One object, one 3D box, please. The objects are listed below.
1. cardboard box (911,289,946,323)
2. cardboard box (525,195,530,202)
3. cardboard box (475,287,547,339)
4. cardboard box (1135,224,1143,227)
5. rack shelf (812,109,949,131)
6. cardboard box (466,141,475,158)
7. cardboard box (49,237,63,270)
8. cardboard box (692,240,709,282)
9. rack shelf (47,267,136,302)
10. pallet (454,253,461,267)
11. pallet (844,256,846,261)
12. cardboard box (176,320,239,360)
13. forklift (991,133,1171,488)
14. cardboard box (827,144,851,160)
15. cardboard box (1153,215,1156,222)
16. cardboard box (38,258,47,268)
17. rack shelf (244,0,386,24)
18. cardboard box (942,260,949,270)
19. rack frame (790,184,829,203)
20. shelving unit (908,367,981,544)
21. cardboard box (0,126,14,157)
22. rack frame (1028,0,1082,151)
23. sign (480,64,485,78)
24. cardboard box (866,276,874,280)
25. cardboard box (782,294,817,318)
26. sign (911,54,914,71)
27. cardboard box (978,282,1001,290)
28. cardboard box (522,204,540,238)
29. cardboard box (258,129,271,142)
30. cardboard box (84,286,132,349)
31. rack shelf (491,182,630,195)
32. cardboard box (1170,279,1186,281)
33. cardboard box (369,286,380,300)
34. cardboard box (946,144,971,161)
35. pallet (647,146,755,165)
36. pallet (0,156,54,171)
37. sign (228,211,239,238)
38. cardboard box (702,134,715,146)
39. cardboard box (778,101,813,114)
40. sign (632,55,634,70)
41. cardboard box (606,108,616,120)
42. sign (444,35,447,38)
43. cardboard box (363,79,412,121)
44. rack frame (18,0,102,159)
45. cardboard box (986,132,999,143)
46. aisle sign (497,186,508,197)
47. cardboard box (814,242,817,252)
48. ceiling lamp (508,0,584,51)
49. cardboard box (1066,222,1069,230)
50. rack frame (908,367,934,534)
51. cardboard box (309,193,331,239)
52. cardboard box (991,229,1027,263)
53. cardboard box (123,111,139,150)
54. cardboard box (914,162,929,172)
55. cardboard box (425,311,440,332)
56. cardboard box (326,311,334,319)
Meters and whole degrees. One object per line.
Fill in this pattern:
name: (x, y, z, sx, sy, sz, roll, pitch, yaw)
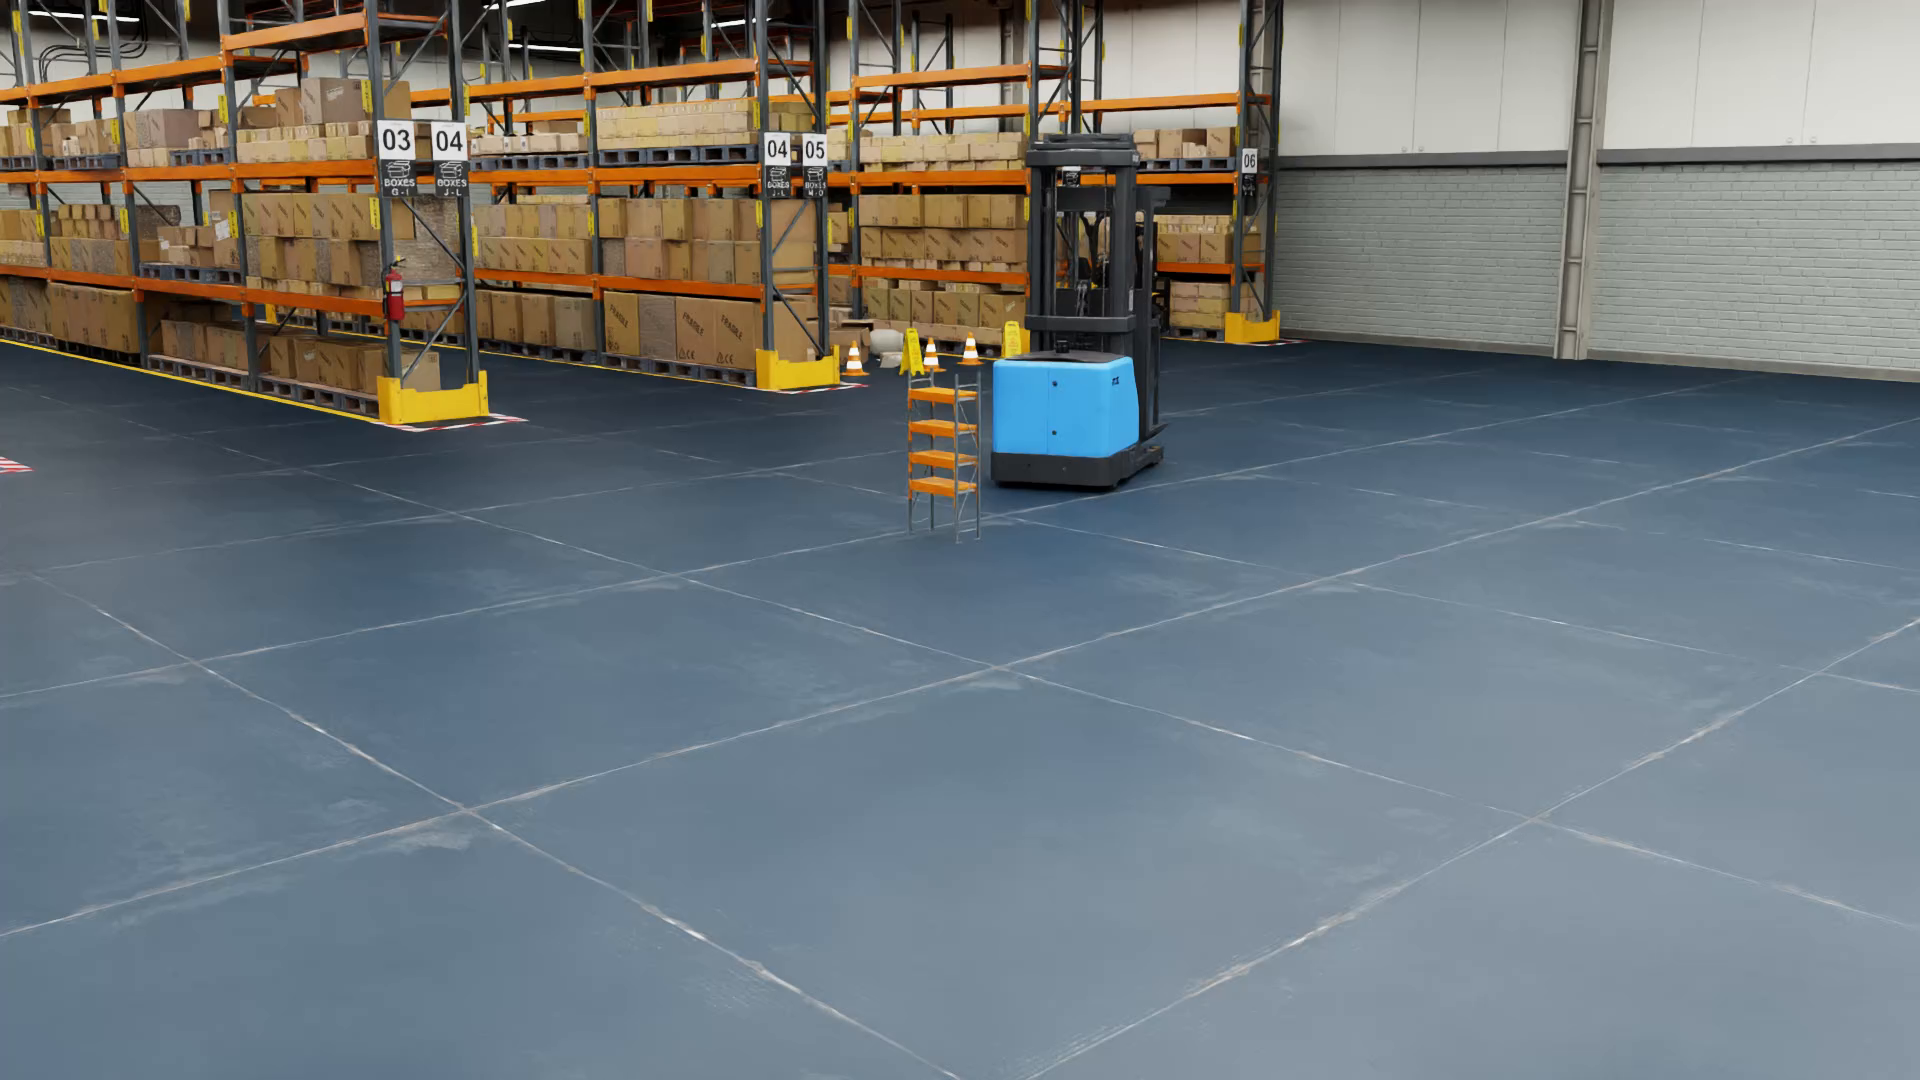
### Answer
cardboard box: (-0.423, -3.723, 26.465, 0.500, 0.500, 0.500, -10, 15, -40)
cardboard box: (-8.869, -7.141, 34.807, 0.380, 0.149, 0.250, -11, 16, -42)
cardboard box: (-7.288, -3.655, 26.752, 1.050, 0.750, 0.750, -11, 16, -43)
cardboard box: (3.300, -5.520, 29.418, 0.380, 0.149, 0.250, -11, 16, -44)
rack shelf: (-1.927, -8.731, 34.764, 1.077, 0.370, 4.000, -11, 16, -43)
cardboard box: (-8.221, -6.218, 26.979, 0.500, 0.500, 0.500, -11, 16, -43)
cardboard box: (-13.926, -4.507, 26.105, 0.500, 0.500, 0.500, -11, 16, -42)
cardboard box: (-3.099, -3.783, 22.466, 0.875, 0.550, 0.550, -11, 16, -43)
rack shelf: (-12.682, -3.916, 25.266, 1.077, 0.370, 4.000, -11, 16, -43)
pallet: (-8.212, -4.648, 27.512, 1.213, 0.211, 1.003, -11, 16, -43)
pallet: (-2.736, -4.980, 29.124, 1.003, 0.211, 1.213, -11, 16, -43)
cardboard box: (-10.431, -2.793, 23.139, 0.500, 0.500, 0.700, 10, 15, 40)
forklift: (1.242, -2.124, 14.957, 1.130, 2.935, 3.031, 4, 12, 20)
cardboard box: (-1.879, -6.440, 27.632, 0.500, 0.250, 0.500, -11, 16, -44)
cardboard box: (3.516, -5.640, 29.260, 0.380, 0.149, 0.250, -11, 16, -42)
cardboard box: (-14.510, -4.436, 26.630, 0.380, 0.149, 0.250, -11, 16, -42)
rack shelf: (-11.787, -9.742, 30.442, 1.077, 0.370, 4.000, -11, 16, -43)
cardboard box: (-0.063, -4.317, 26.054, 0.380, 0.149, 0.250, -11, 16, -43)
rack frame: (-3.308, -6.633, 36.673, 1.000, 3.000, 0.127, -11, 16, -43)
shelving unit: (-0.114, -0.612, 11.908, 0.258, 1.200, 0.503, -11, 16, -43)
cardboard box: (-15.734, -6.680, 27.932, 0.500, 0.500, 0.700, 10, 16, 41)
rack frame: (1.392, -7.128, 24.207, 1.000, 3.000, 0.127, -11, 16, -43)
sign: (-10.063, -9.921, 35.060, 0.100, 0.325, 0.005, -11, 16, -43)
cardboard box: (-1.753, -5.546, 34.945, 0.380, 0.149, 0.250, -11, 16, -43)
cardboard box: (-2.637, -3.667, 26.596, 0.500, 0.500, 0.500, -11, 16, -43)
sign: (-0.931, -9.407, 32.758, 0.100, 0.325, 0.005, -11, 16, -43)
cardboard box: (0.797, -4.806, 32.651, 0.625, 0.625, 0.875, 11, 16, 43)
cardboard box: (-6.281, -4.901, 25.543, 0.700, 0.500, 0.500, -11, 16, -43)
cardboard box: (-8.131, -4.821, 19.827, 0.380, 0.149, 0.250, -11, 16, -42)
cardboard box: (-12.372, -3.376, 25.088, 1.225, 0.875, 0.875, -11, 16, -42)
rack shelf: (-8.276, -7.349, 34.499, 1.077, 0.370, 4.000, -11, 16, -43)
cardboard box: (3.750, -4.549, 29.856, 0.500, 0.250, 0.500, -11, 16, -44)
cardboard box: (-6.294, -2.735, 18.374, 0.380, 0.149, 0.250, -11, 16, -43)
cardboard box: (0.135, -5.917, 25.396, 0.500, 0.250, 0.500, -10, 16, -41)
pallet: (-3.485, -5.195, 22.482, 1.003, 0.211, 1.213, -11, 16, -43)
pallet: (-15.458, -6.284, 27.767, 1.003, 0.211, 1.213, -11, 16, -43)
sign: (-8.937, -3.881, 20.448, 0.100, 0.325, 0.005, -11, 16, -43)
cardboard box: (-3.119, -5.198, 21.609, 0.380, 0.149, 0.250, -11, 16, -42)
cardboard box: (-2.119, -5.569, 21.434, 0.380, 0.149, 0.250, -11, 16, -42)
sign: (-6.511, -9.453, 32.981, 0.100, 0.325, 0.005, -11, 16, -43)
cardboard box: (-4.698, -5.922, 23.148, 0.380, 0.149, 0.250, -11, 16, -43)
sign: (-8.029, -8.010, 25.978, 0.100, 0.325, 0.005, -11, 16, -43)
cardboard box: (-6.606, -4.971, 18.950, 0.500, 0.500, 0.500, -11, 16, -43)
rack frame: (-14.063, -7.498, 26.005, 1.000, 3.000, 0.127, -11, 16, -43)
cardboard box: (0.605, -6.012, 24.871, 0.380, 0.149, 0.250, -11, 16, -43)
aisle sign: (-9.917, -7.768, 35.739, 0.394, 0.787, 0.004, -11, 16, -43)
cardboard box: (-2.299, -4.966, 28.164, 0.380, 0.149, 0.250, -11, 16, -43)
ceiling lamp: (-9.605, -13.081, 38.636, 2.000, 3.185, 0.800, -11, 16, -43)
cardboard box: (1.820, -5.851, 31.022, 0.380, 0.149, 0.250, -10, 15, -41)
rack frame: (-0.283, -0.647, 12.080, 0.240, 1.200, 0.015, -11, 16, -43)
cardboard box: (-7.027, -3.684, 18.897, 0.500, 0.500, 0.500, -11, 16, -43)
cardboard box: (0.818, -4.425, 24.970, 0.500, 0.500, 0.500, -11, 16, -44)
cardboard box: (-11.162, -5.635, 22.906, 0.500, 0.500, 0.500, -11, 16, -42)
cardboard box: (-0.506, -5.839, 26.009, 0.380, 0.149, 0.250, -11, 16, -44)
cardboard box: (-8.643, -3.770, 27.929, 0.500, 0.500, 0.500, -10, 15, -40)
cardboard box: (-11.638, -4.206, 30.919, 0.380, 0.149, 0.250, -11, 16, -43)
